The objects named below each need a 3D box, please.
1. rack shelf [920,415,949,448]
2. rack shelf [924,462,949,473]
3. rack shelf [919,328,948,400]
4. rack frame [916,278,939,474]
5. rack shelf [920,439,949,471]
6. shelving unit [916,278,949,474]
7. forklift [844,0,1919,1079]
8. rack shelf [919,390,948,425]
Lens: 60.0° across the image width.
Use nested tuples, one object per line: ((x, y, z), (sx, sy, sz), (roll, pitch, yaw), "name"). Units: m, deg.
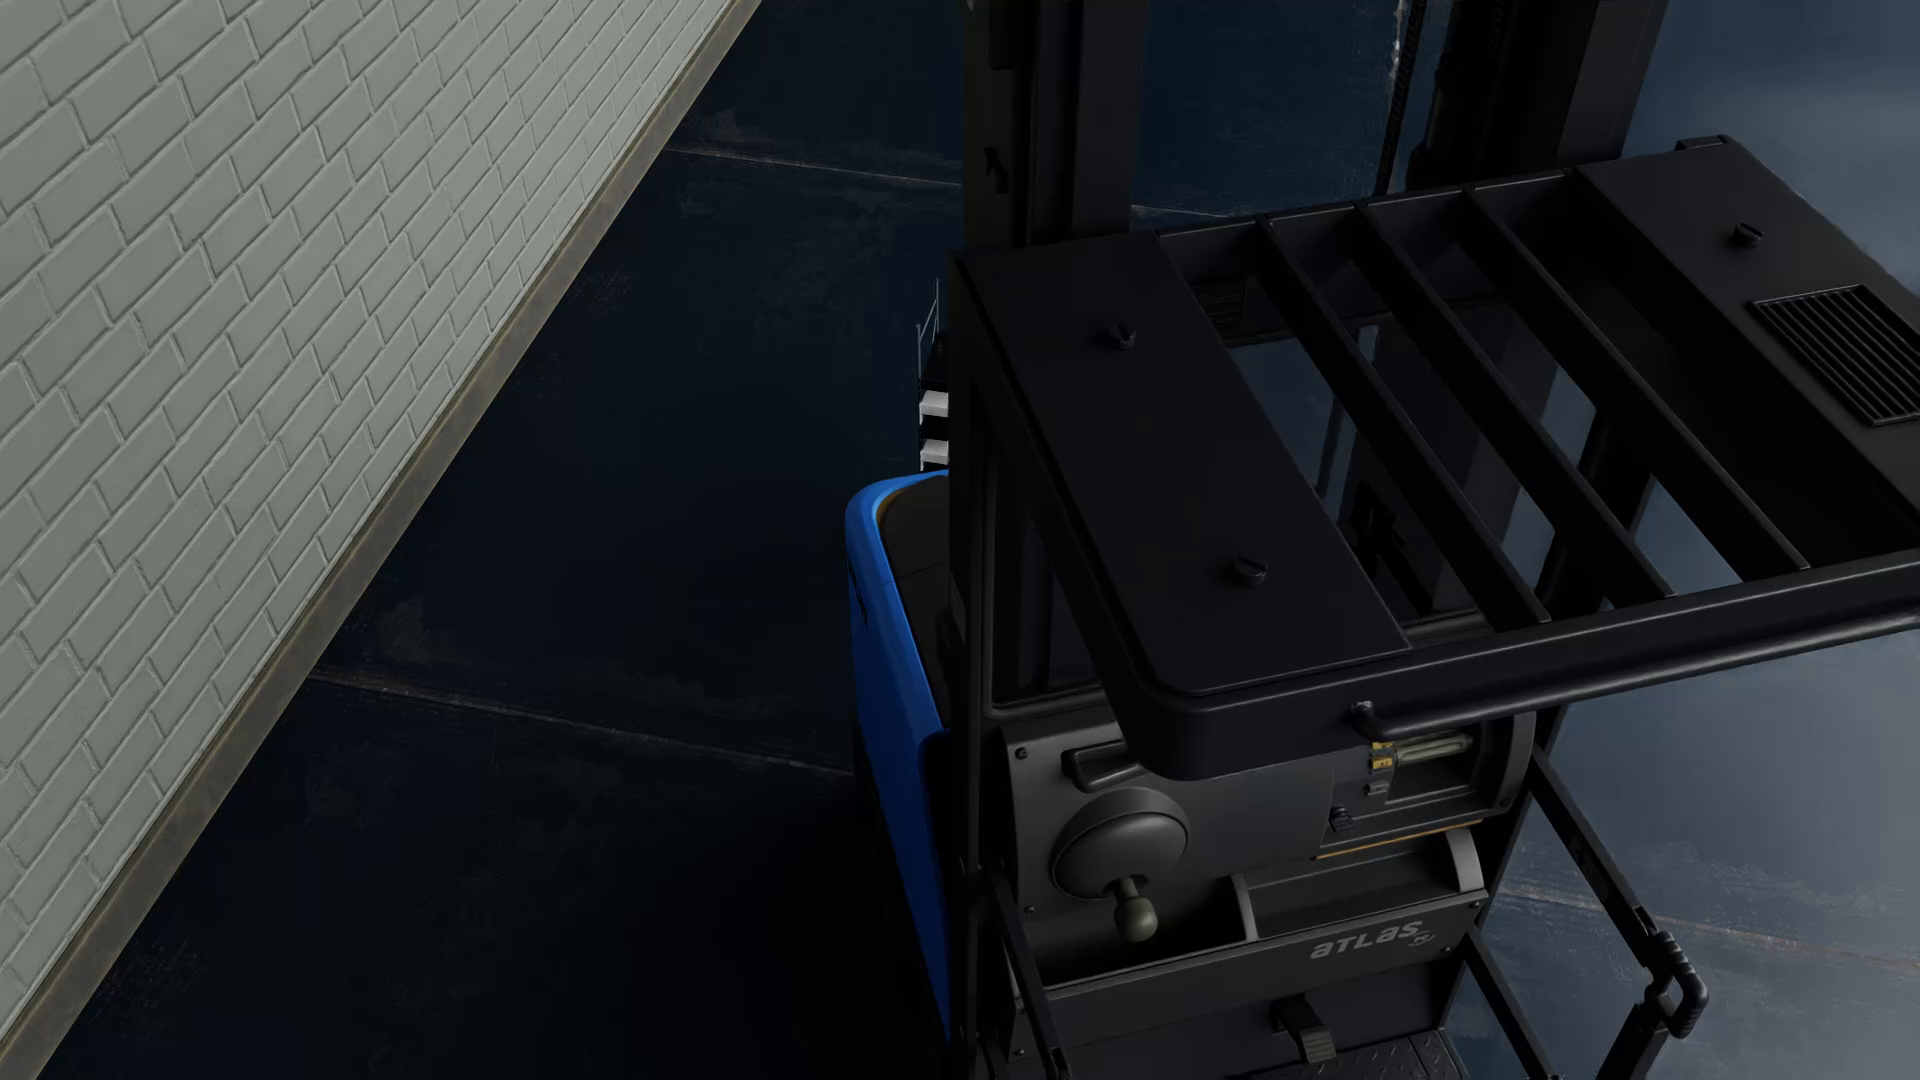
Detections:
((0.008, -0.364, 4.897), (0.200, 0.077, 0.258), (9, 45, 9), "rack shelf")
((0.008, -0.234, 5.022), (0.200, 0.077, 0.258), (9, 45, 9), "rack shelf")
((0.008, -0.493, 4.773), (0.200, 0.077, 0.258), (9, 45, 9), "rack shelf")
((-0.091, -0.338, 4.953), (0.006, 0.900, 0.240), (9, 45, 9), "rack frame")
((0.008, -0.299, 4.960), (0.200, 0.077, 0.258), (9, 45, 9), "rack shelf")
((0.008, -0.323, 4.937), (0.210, 0.900, 0.258), (9, 45, 9), "shelving unit")
((0.586, 0.495, 2.622), (1.130, 2.935, 3.031), (-10, 45, -11), "forklift")
((0.008, -0.429, 4.835), (0.200, 0.077, 0.258), (9, 45, 9), "rack shelf")
